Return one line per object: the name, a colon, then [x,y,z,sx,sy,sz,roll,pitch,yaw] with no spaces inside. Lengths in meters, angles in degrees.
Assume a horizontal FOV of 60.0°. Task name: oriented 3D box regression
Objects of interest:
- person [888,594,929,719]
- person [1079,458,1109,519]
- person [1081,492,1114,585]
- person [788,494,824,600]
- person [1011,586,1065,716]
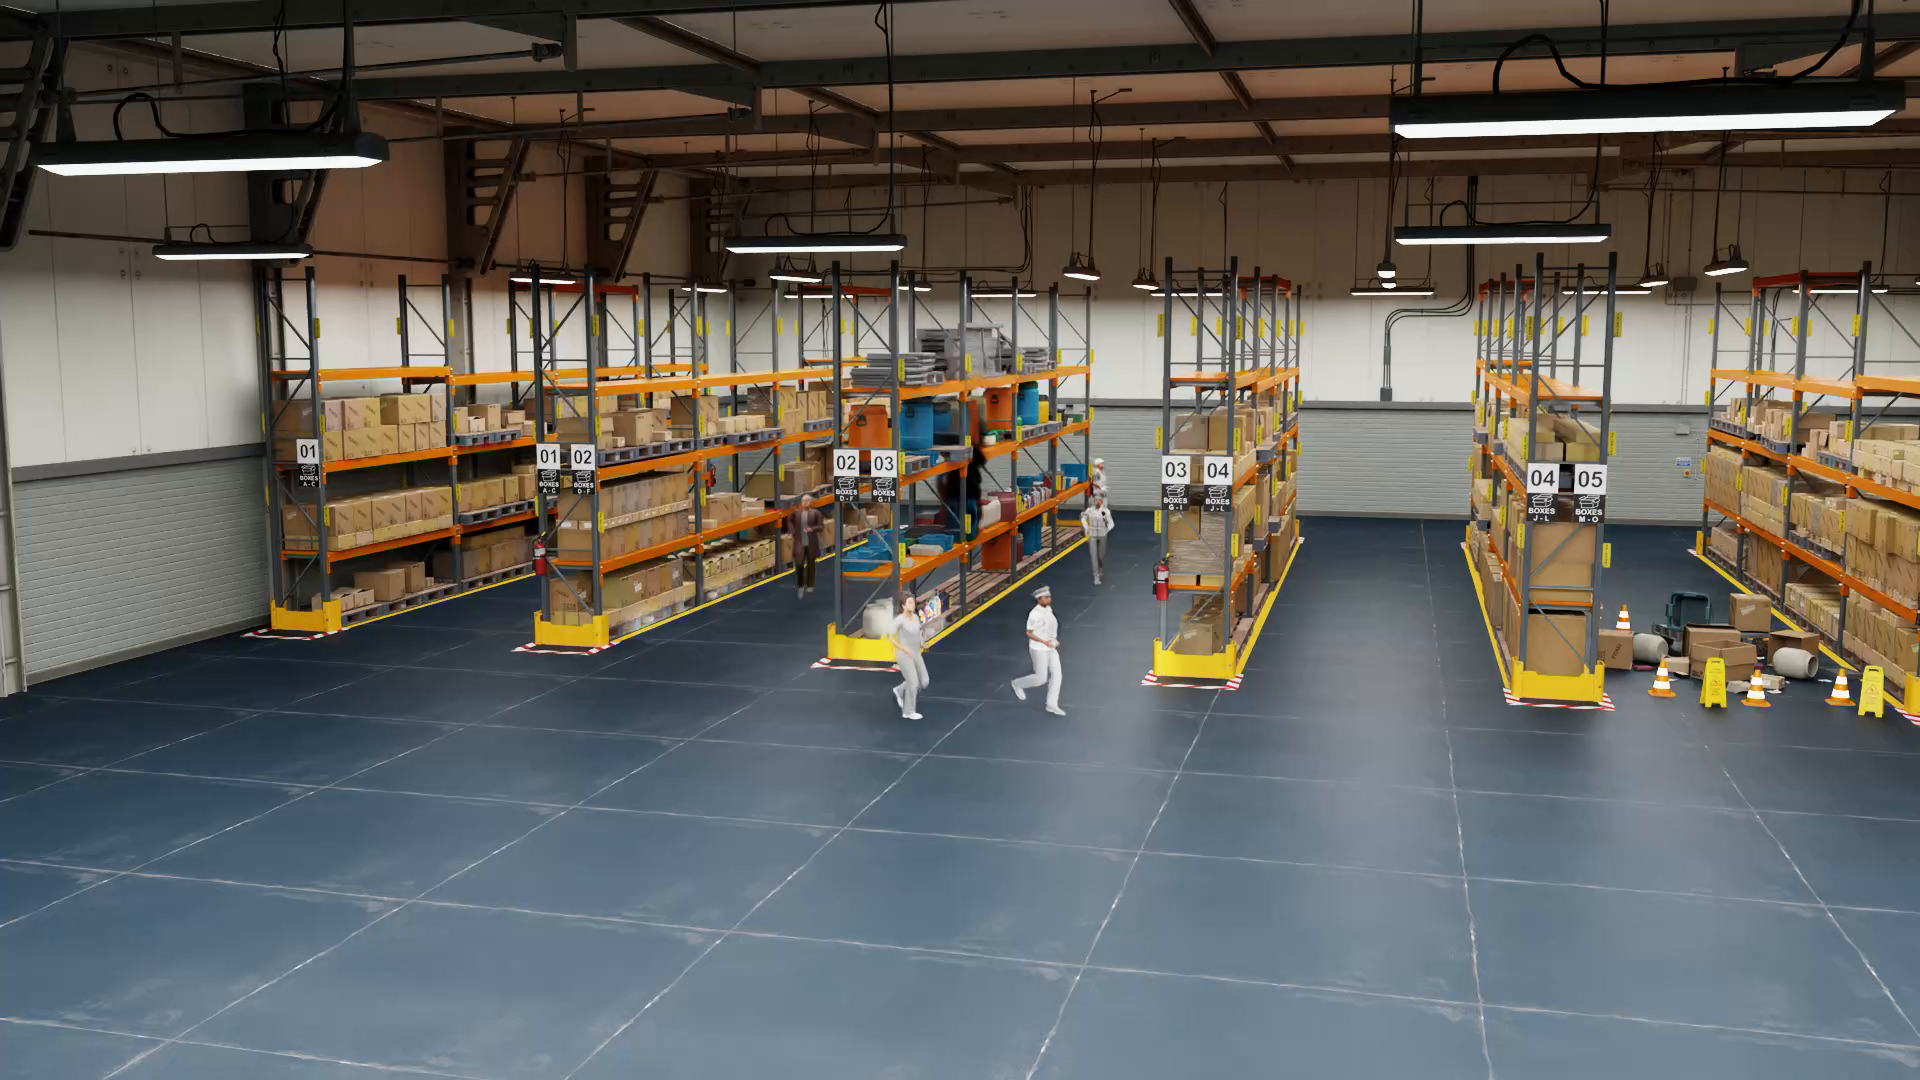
person: [-0.693,1.492,21.377,0.558,1.624,0.548,7,10,42]
person: [3.442,-1.172,41.896,0.798,1.774,0.662,3,8,21]
person: [2.575,-0.051,31.171,0.618,1.699,0.750,1,7,5]
person: [-2.736,0.122,29.454,0.677,1.857,0.763,0,7,-1]
person: [1.057,1.430,21.805,0.791,1.692,0.578,5,9,37]
